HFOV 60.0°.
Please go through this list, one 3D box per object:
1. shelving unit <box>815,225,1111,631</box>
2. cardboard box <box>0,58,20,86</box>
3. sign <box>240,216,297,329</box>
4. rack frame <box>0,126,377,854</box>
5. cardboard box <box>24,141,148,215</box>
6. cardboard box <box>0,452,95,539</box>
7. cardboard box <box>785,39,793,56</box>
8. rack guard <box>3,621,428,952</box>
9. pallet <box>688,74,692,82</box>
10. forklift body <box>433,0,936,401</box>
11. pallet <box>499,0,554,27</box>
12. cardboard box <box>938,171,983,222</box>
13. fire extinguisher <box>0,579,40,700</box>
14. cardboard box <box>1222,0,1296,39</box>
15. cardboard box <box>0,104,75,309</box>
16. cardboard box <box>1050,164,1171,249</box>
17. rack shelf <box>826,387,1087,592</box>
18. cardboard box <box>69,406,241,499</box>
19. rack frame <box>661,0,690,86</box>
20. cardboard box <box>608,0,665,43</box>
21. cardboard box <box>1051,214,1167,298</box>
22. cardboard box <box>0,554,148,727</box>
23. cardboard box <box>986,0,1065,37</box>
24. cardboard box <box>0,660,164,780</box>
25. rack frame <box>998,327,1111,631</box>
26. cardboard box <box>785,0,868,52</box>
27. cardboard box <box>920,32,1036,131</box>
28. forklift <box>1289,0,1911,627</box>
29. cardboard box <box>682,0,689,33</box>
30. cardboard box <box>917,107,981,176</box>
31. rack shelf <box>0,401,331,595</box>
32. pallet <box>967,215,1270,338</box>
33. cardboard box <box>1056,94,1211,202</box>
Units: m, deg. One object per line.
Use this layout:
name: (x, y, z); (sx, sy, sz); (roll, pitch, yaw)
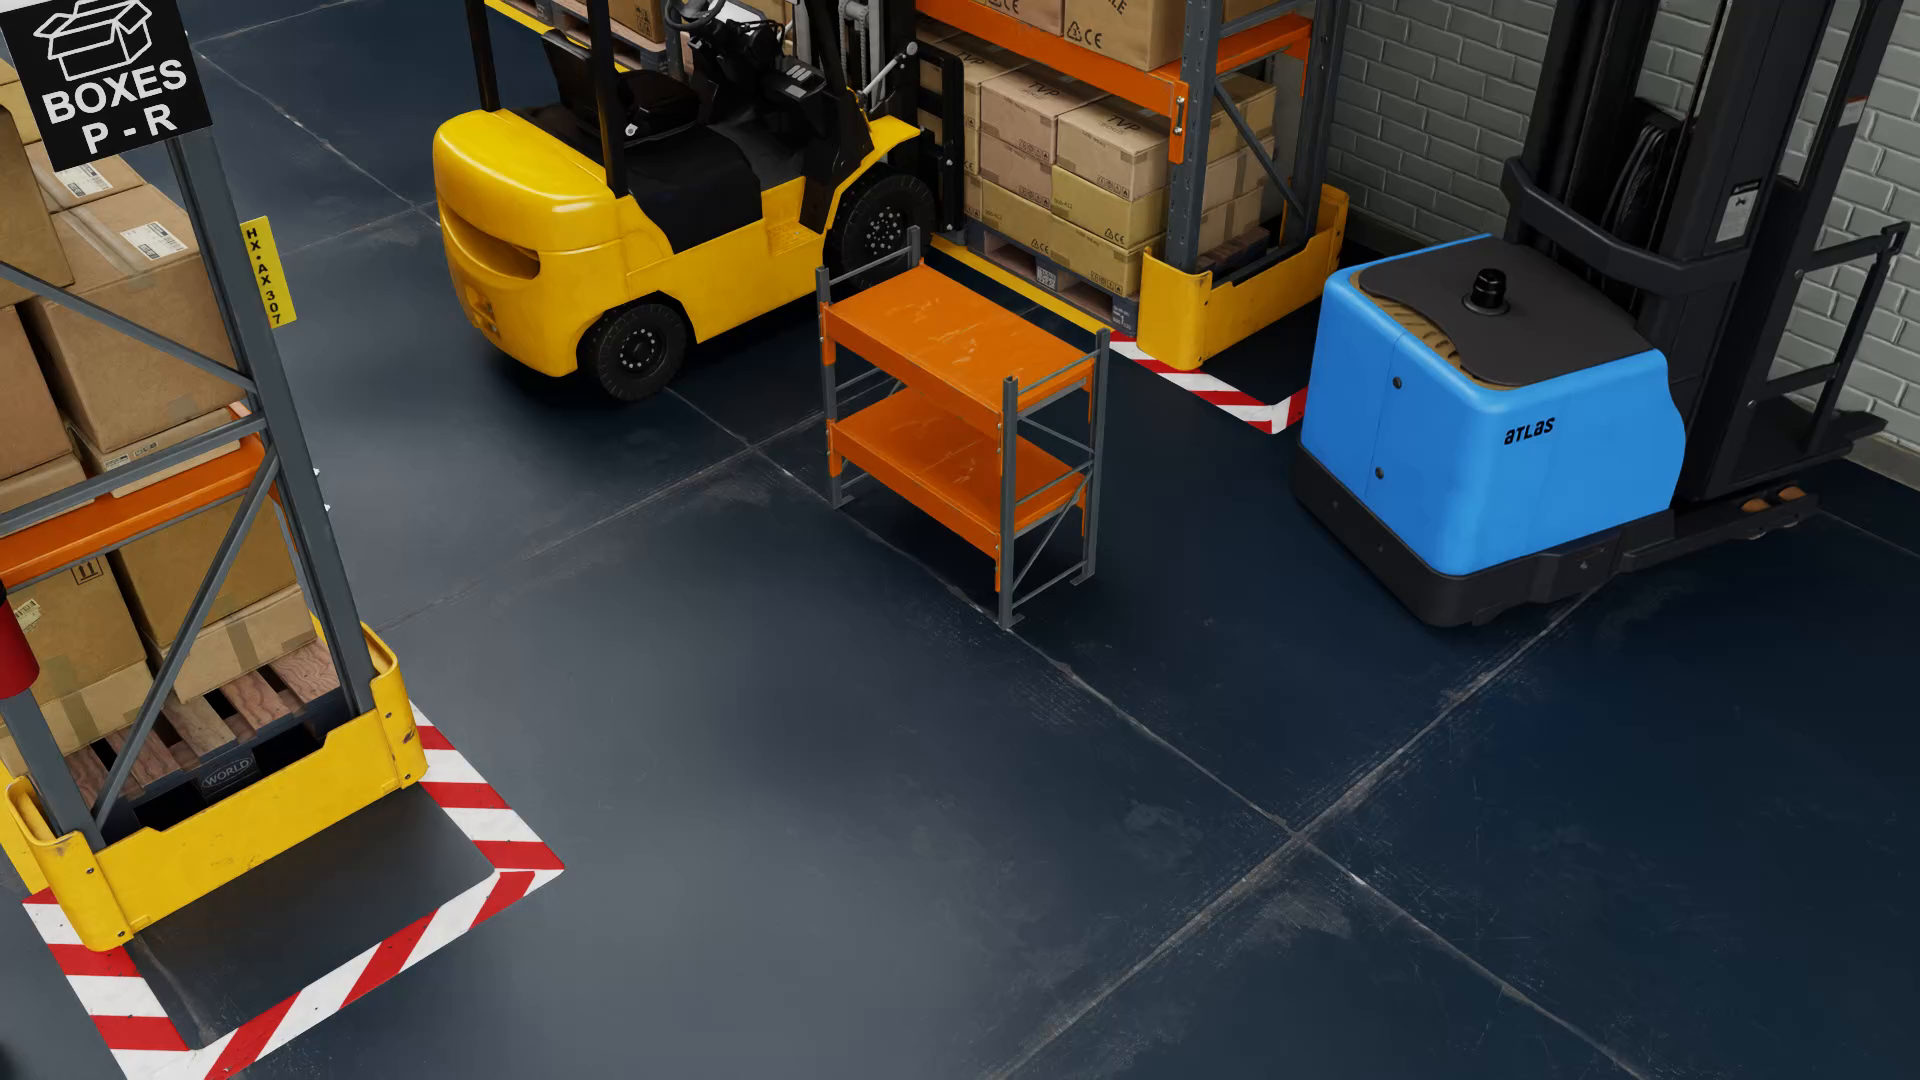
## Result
shelving unit: (-0.005, -0.441, 6.400); (0.538, 1.125, 1.048); (-30, 48, -32)
cardboard box: (-3.478, -1.360, 5.731); (0.500, 0.500, 0.500); (-31, 48, -33)
sign: (-1.914, -0.730, 4.578); (0.100, 0.325, 0.005); (-30, 48, -32)
rack frame: (-2.314, -0.163, 4.564); (1.000, 3.000, 0.127); (-30, 48, -32)
cardboard box: (-2.783, -0.893, 5.152); (0.500, 0.500, 0.500); (-28, 47, -31)
cardboard box: (-2.724, -0.147, 4.745); (0.380, 0.149, 0.250); (-28, 47, -30)
cardboard box: (-0.592, -2.589, 9.024); (0.500, 0.250, 0.500); (-30, 48, -32)
rack guard: (-2.365, 0.774, 5.393); (1.175, 0.500, 0.348); (-30, 48, -32)
pallet: (-0.859, -2.655, 9.869); (1.003, 0.211, 1.213); (-30, 48, -32)
forklift body: (-1.287, -2.046, 7.572); (2.313, 2.155, 1.214); (-30, 48, -32)
pallet: (-2.722, -3.930, 11.448); (1.003, 0.211, 1.213); (-30, 48, -32)
cardboard box: (0.128, -1.920, 8.595); (0.500, 0.250, 0.500); (-29, 47, -31)
fire extinguisher: (-2.576, 0.116, 4.281); (0.296, 0.674, 0.183); (-30, 48, -32)
cardboard box: (1.209, -2.660, 7.577); (0.500, 0.500, 0.500); (-28, 47, -30)
cardboard box: (-2.820, -0.850, 4.303); (0.700, 0.500, 0.500); (-31, 48, -33)
cardboard box: (0.780, -1.655, 7.868); (0.500, 0.250, 0.500); (-31, 48, -32)
rack shelf: (-0.005, -0.251, 6.554); (0.538, 0.278, 1.000); (-30, 48, -32)
cardboard box: (-2.391, -0.310, 4.947); (0.380, 0.149, 0.250); (-30, 48, -32)
rack frame: (-1.366, -4.125, 9.470); (1.000, 3.000, 0.127); (-30, 48, -32)
cardboard box: (-1.727, -3.602, 10.378); (0.875, 0.625, 0.625); (-28, 46, -30)
cardboard box: (0.789, -1.451, 8.013); (0.500, 0.250, 0.500); (-30, 47, -31)
cardboard box: (-3.048, 0.192, 5.383); (0.500, 0.500, 0.500); (-30, 47, -31)
cardboard box: (0.469, -2.673, 7.593); (0.500, 0.500, 0.500); (-28, 47, -31)
cardboard box: (-3.075, 0.472, 5.632); (0.500, 0.250, 0.500); (-30, 48, -32)
rack frame: (0.339, -0.205, 6.109); (0.500, 1.125, 0.032); (-30, 48, -32)
cardboard box: (-0.586, -2.784, 8.869); (0.500, 0.250, 0.500); (-28, 47, -30)
cardboard box: (0.100, -2.300, 8.269); (0.500, 0.250, 0.500); (-29, 47, -31)
forklift: (2.930, -1.429, 6.186); (3.031, 2.935, 1.130); (-16, 42, -19)
cardboard box: (-1.266, -3.058, 9.606); (0.500, 0.250, 0.500); (-30, 48, -32)
cardboard box: (0.084, -2.121, 8.445); (0.500, 0.250, 0.500); (-31, 48, -33)
rack shelf: (-3.667, -0.809, 5.937); (1.077, 0.370, 4.000); (-30, 48, -32)
pallet: (0.792, -1.525, 8.471); (1.003, 0.211, 1.213); (-30, 48, -32)
cardboard box: (0.799, -1.837, 7.696); (0.500, 0.250, 0.500); (-28, 47, -30)
